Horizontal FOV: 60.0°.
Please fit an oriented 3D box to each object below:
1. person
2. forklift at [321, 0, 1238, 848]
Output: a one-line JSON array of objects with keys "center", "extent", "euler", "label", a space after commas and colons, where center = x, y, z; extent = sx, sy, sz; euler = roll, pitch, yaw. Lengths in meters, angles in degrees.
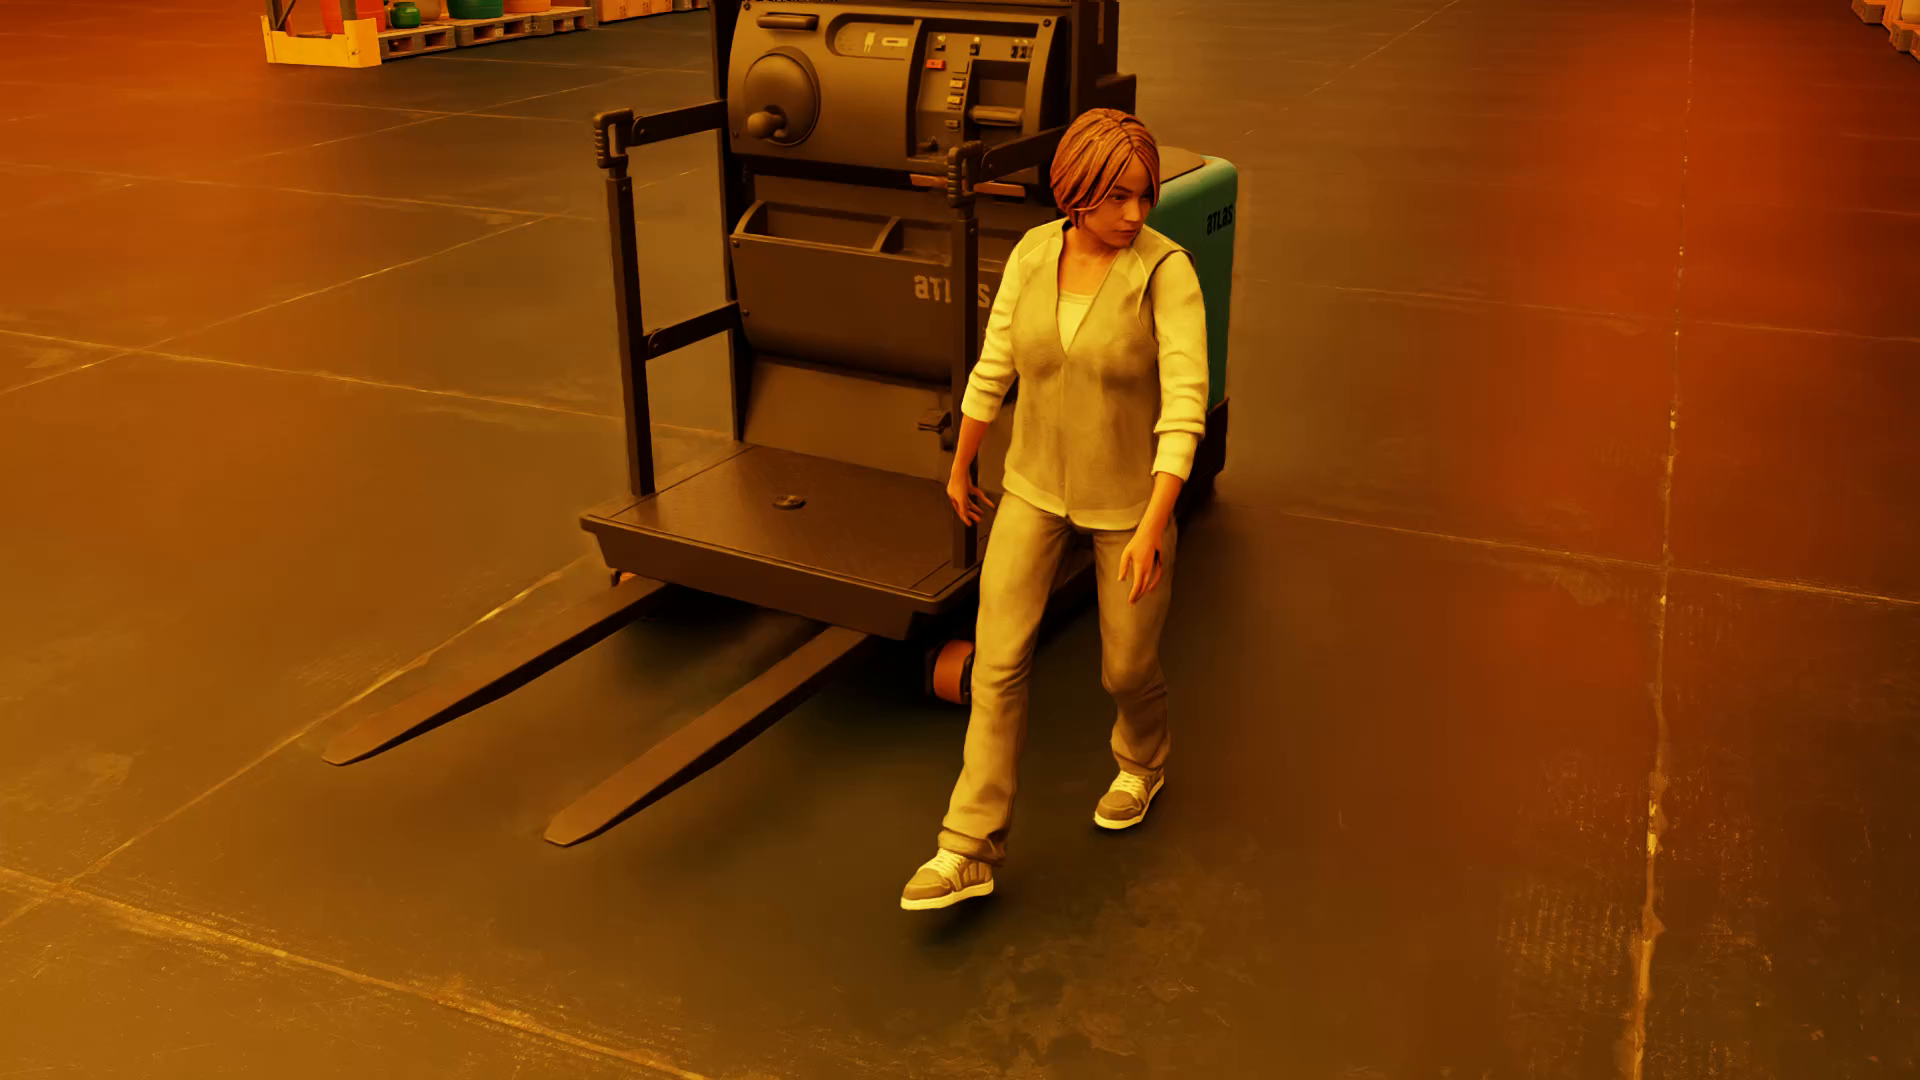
[{"center": [0.181, -0.039, 3.208], "extent": [0.576, 1.539, 0.826], "euler": [9, 24, 20], "label": "person"}, {"center": [-0.290, -1.141, 4.023], "extent": [1.130, 2.935, 3.031], "euler": [12, 26, 27], "label": "forklift"}]
